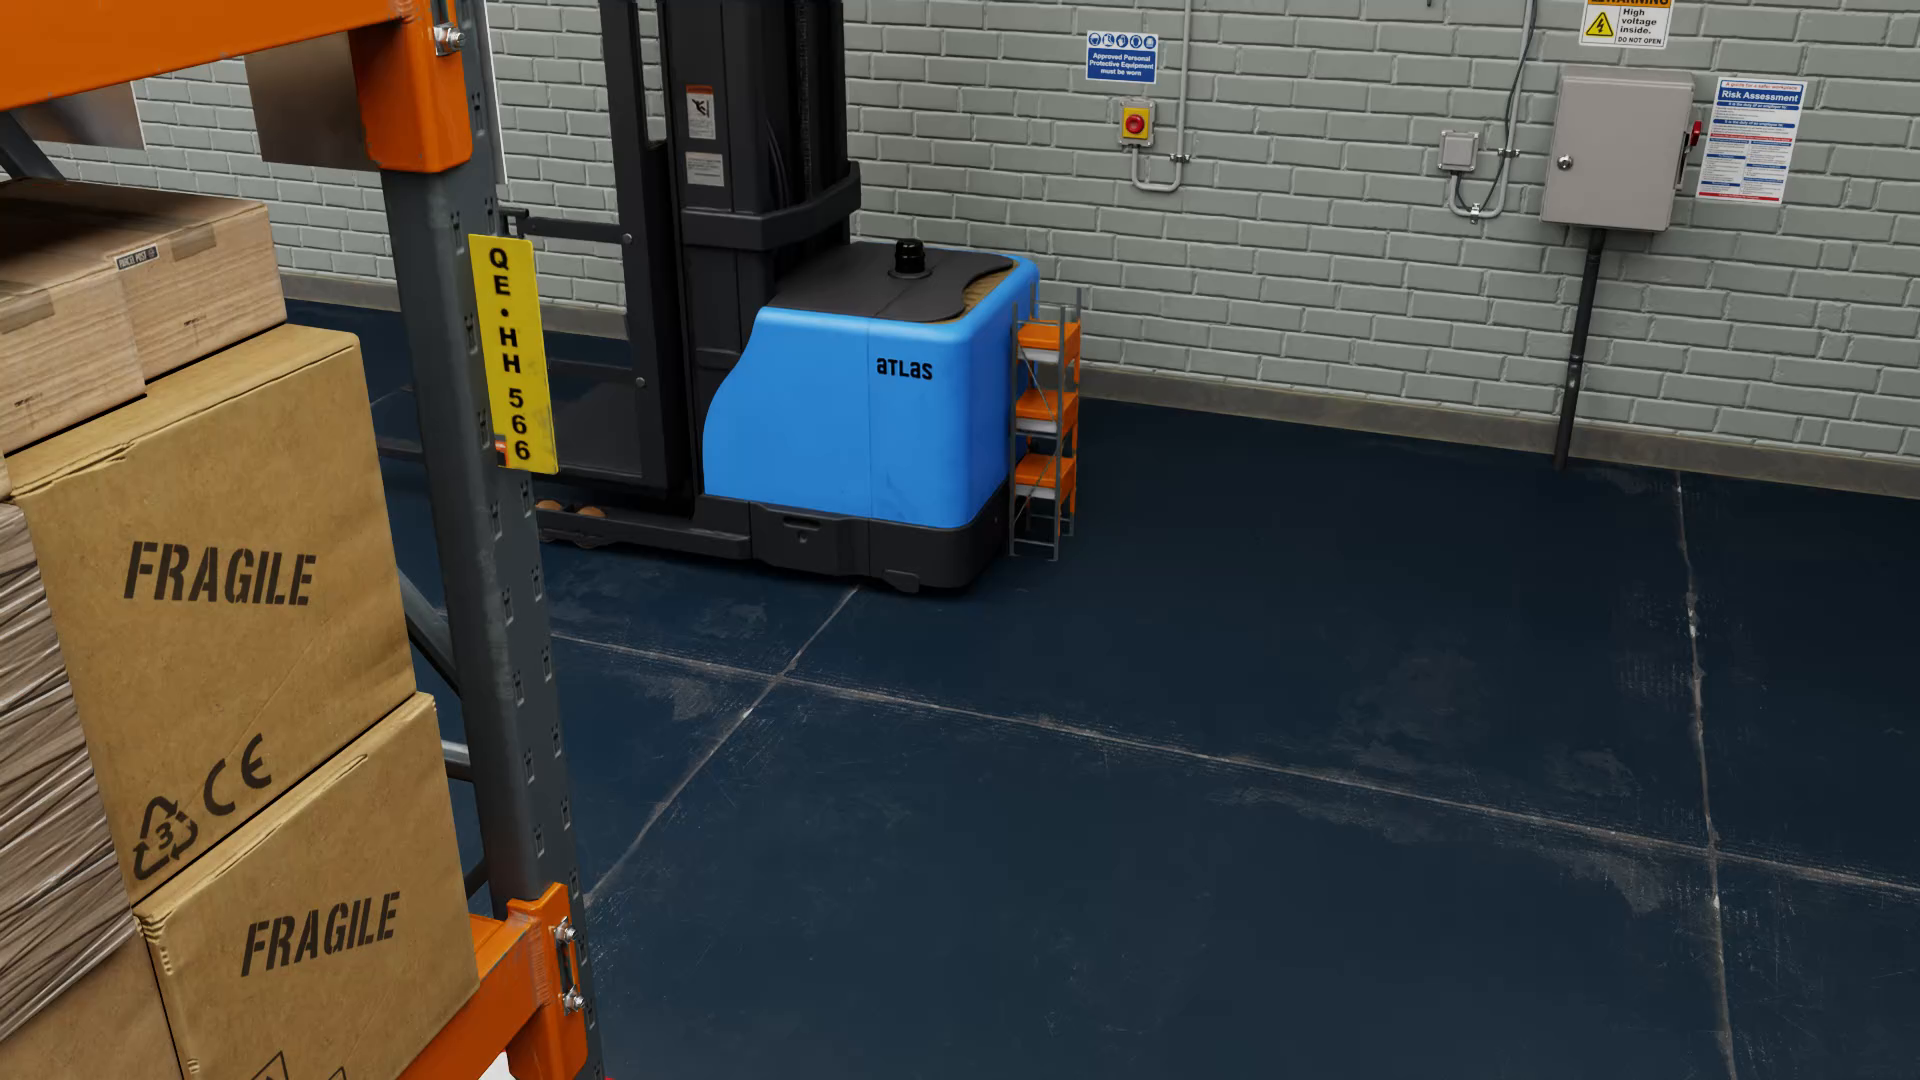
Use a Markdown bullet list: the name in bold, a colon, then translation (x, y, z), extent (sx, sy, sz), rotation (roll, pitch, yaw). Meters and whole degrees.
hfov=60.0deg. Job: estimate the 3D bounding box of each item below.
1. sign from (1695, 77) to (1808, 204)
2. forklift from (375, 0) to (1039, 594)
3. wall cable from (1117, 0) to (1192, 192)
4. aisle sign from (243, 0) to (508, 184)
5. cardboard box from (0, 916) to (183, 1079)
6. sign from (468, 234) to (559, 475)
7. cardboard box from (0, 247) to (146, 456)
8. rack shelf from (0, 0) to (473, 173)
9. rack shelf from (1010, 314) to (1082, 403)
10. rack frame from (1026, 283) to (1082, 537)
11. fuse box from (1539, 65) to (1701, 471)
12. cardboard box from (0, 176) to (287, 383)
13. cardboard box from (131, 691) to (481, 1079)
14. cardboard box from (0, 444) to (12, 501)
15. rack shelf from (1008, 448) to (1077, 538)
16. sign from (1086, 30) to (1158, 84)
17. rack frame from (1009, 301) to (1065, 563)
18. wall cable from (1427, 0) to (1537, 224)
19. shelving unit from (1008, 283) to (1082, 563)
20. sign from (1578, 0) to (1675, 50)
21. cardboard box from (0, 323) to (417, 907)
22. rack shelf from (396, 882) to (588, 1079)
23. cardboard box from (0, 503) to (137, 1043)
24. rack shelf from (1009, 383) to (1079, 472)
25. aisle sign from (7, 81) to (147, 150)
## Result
- **sign**: translation (3.220, -1.626, 6.775), extent (0.329, 0.494, 0.001), rotation (9, 27, 17)
- **forklift**: translation (-1.246, -1.490, 6.465), extent (3.031, 2.935, 1.130), rotation (8, 27, 17)
- **wall cable**: translation (0.752, -2.491, 7.252), extent (0.585, 1.953, 0.123), rotation (9, 27, 17)
- **aisle sign**: translation (-0.786, -0.854, 2.089), extent (0.394, 0.787, 0.004), rotation (9, 27, 17)
- **cardboard box**: translation (-1.194, 0.696, 1.755), extent (0.500, 0.500, 0.500), rotation (8, 27, 16)
- **sign**: translation (-0.595, -0.243, 2.209), extent (0.100, 0.325, 0.005), rotation (9, 27, 17)
- **cardboard box**: translation (-1.094, -0.202, 1.719), extent (0.380, 0.149, 0.250), rotation (9, 27, 18)
- **rack shelf**: translation (-1.767, 0.096, 0.492), extent (1.077, 0.370, 4.000), rotation (9, 27, 17)
- **rack shelf**: translation (0.329, -0.694, 6.352), extent (0.215, 0.259, 0.240), rotation (8, 27, 16)
- **rack frame**: translation (0.367, -0.499, 6.576), extent (0.200, 1.050, 0.008), rotation (8, 27, 16)
- **fuse box**: translation (2.685, -1.075, 7.008), extent (0.539, 1.711, 0.414), rotation (9, 27, 17)
- **cardboard box**: translation (-1.032, -0.310, 1.941), extent (0.380, 0.149, 0.250), rotation (9, 27, 18)
- **cardboard box**: translation (-1.013, 0.492, 2.176), extent (0.500, 0.500, 0.500), rotation (9, 27, 18)
- **cardboard box**: translation (-1.101, -0.084, 1.474), extent (0.380, 0.149, 0.250), rotation (8, 27, 17)
- **rack shelf**: translation (0.329, -0.189, 6.597), extent (0.215, 0.259, 0.240), rotation (8, 27, 16)
- **sign**: translation (0.727, -2.174, 7.487), extent (0.327, 0.218, 0.001), rotation (9, 27, 17)
- **rack frame**: translation (0.292, -0.398, 6.367), extent (0.200, 1.050, 0.008), rotation (8, 27, 16)
- **wall cable**: translation (2.094, -2.276, 6.843), extent (0.588, 1.984, 0.122), rotation (9, 27, 17)
- **shelving unit**: translation (0.329, -0.448, 6.471), extent (0.215, 1.050, 0.252), rotation (8, 27, 16)
- **sign**: translation (2.702, -2.120, 6.739), extent (0.339, 0.242, 0.001), rotation (9, 27, 17)
- **cardboard box**: translation (-1.038, 0.038, 1.967), extent (0.500, 0.500, 0.500), rotation (10, 27, 19)
- **rack shelf**: translation (-1.767, 1.446, 1.146), extent (1.077, 0.370, 4.000), rotation (9, 27, 17)
- **cardboard box**: translation (-1.184, 0.257, 1.514), extent (0.500, 0.500, 0.500), rotation (9, 27, 18)
- **rack shelf**: translation (0.329, -0.439, 6.476), extent (0.215, 0.259, 0.240), rotation (8, 27, 16)
- **aisle sign**: translation (-1.351, -0.941, 2.268), extent (0.394, 0.787, 0.004), rotation (9, 27, 17)
